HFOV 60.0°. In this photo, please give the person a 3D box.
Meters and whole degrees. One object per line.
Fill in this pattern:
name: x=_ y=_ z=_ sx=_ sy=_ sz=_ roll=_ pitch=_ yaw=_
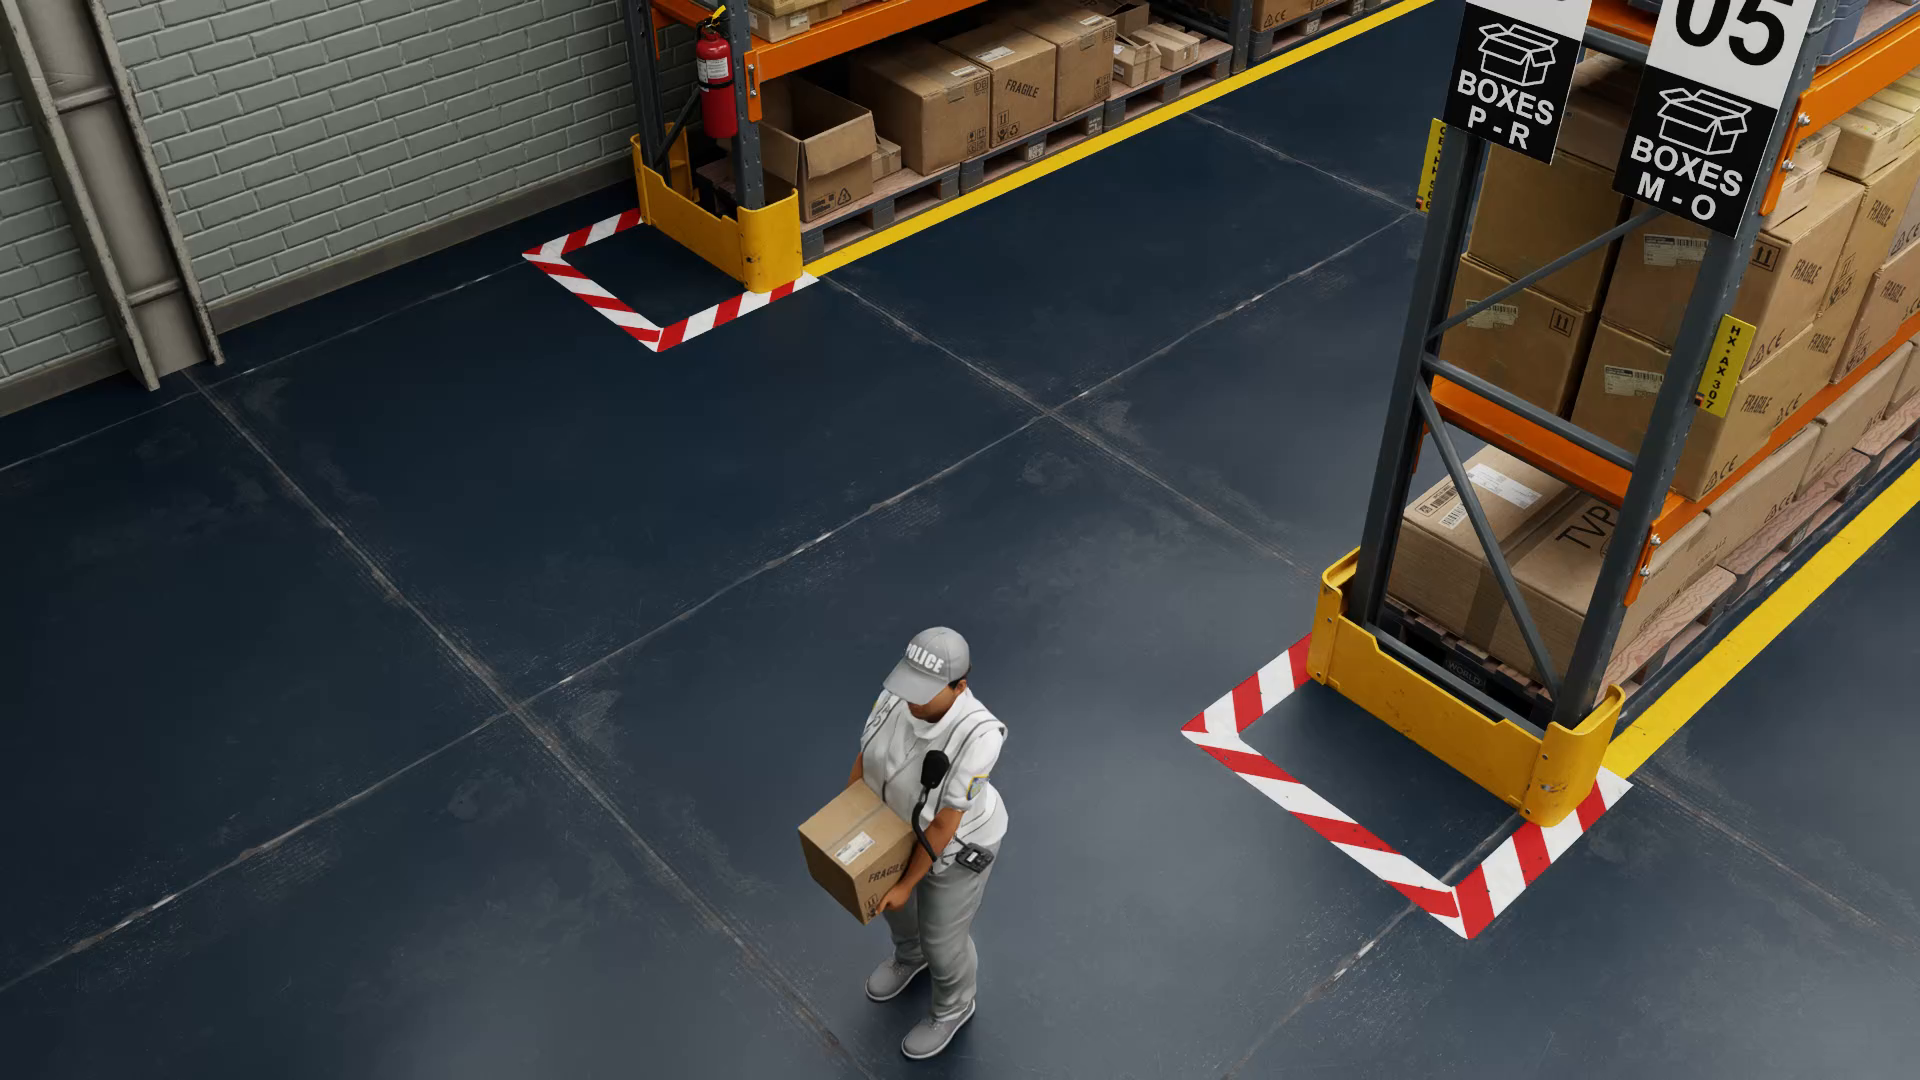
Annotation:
person: x=-0.133 y=0.934 z=5.051 sx=0.542 sy=1.663 sz=0.452 roll=-31 pitch=49 yaw=-32
